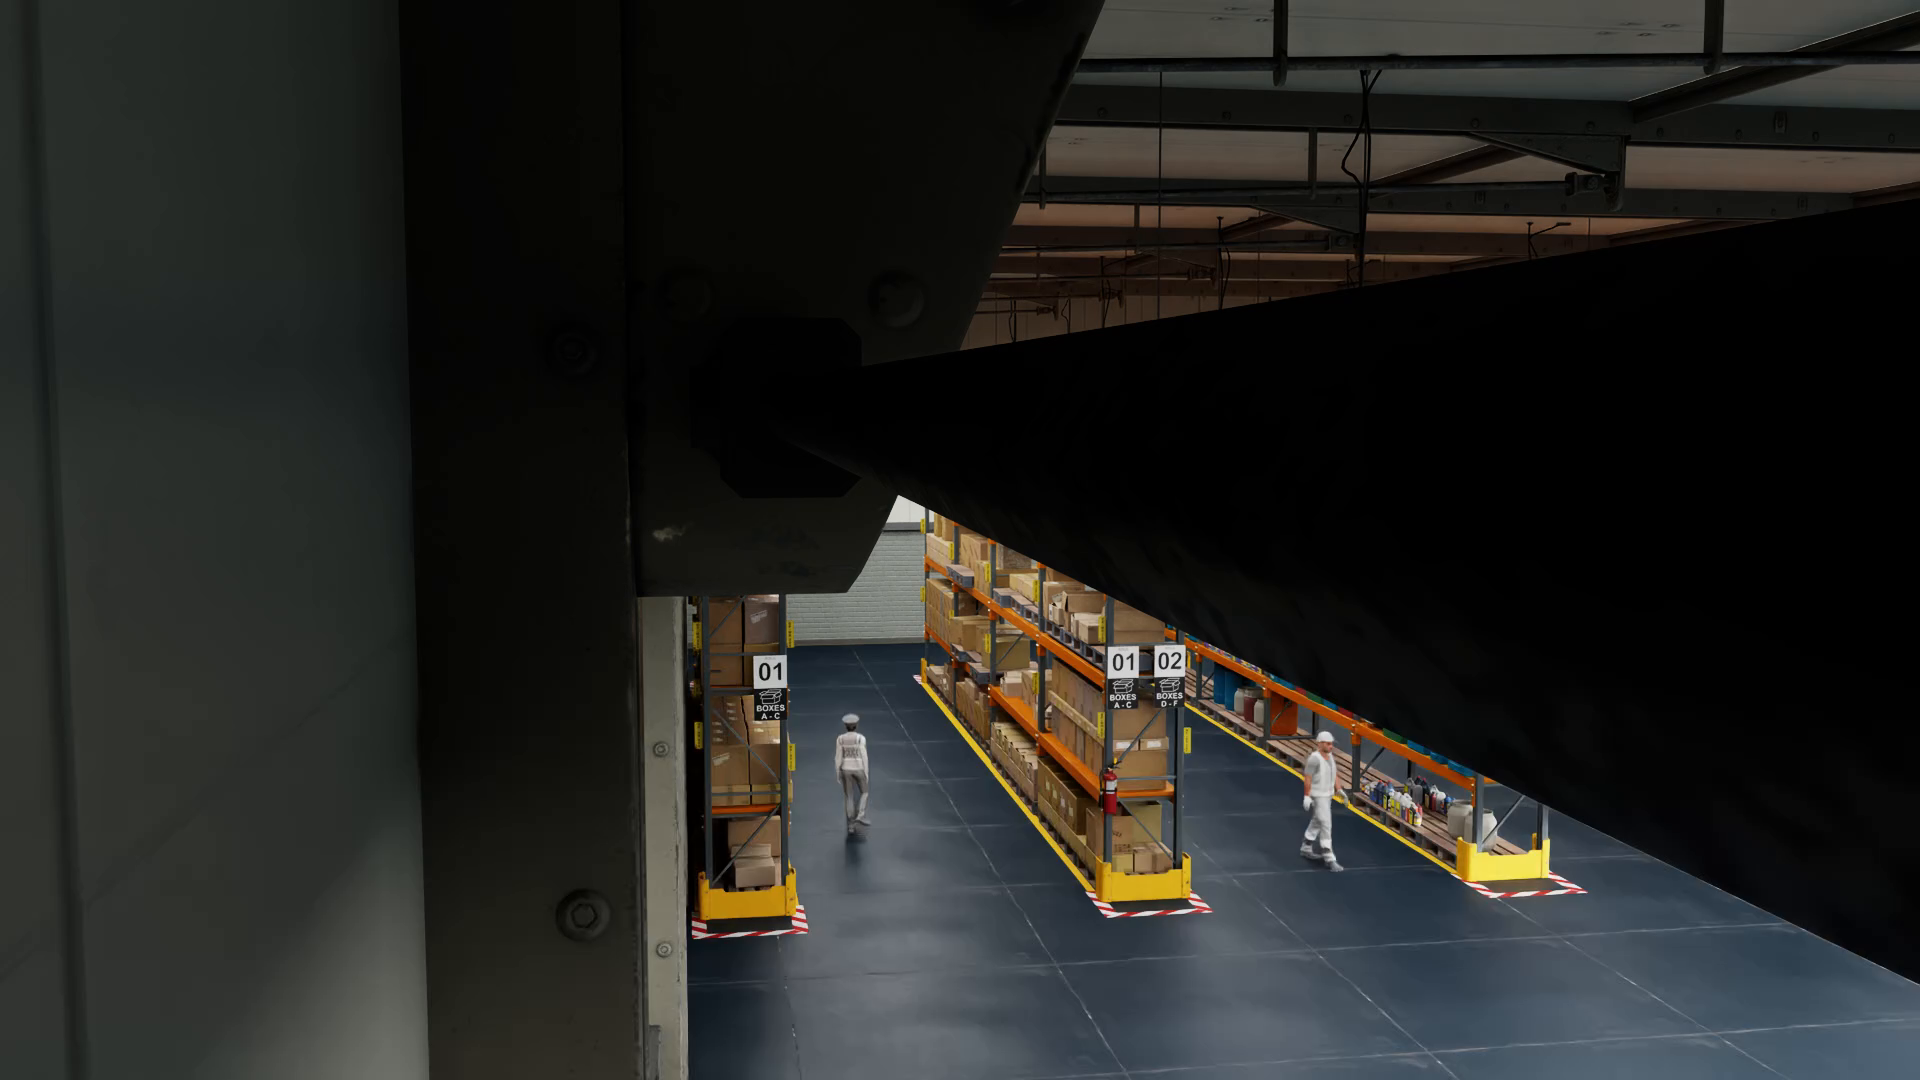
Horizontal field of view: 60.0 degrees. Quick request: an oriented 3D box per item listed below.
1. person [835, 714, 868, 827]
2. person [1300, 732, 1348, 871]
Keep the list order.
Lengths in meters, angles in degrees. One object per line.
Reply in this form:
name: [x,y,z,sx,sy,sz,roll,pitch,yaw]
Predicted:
person: [-1.557,3.335,24.095,0.486,1.611,0.410,0,5,5]
person: [5.303,3.028,27.353,6.499,1.778,8.853,4,6,39]
